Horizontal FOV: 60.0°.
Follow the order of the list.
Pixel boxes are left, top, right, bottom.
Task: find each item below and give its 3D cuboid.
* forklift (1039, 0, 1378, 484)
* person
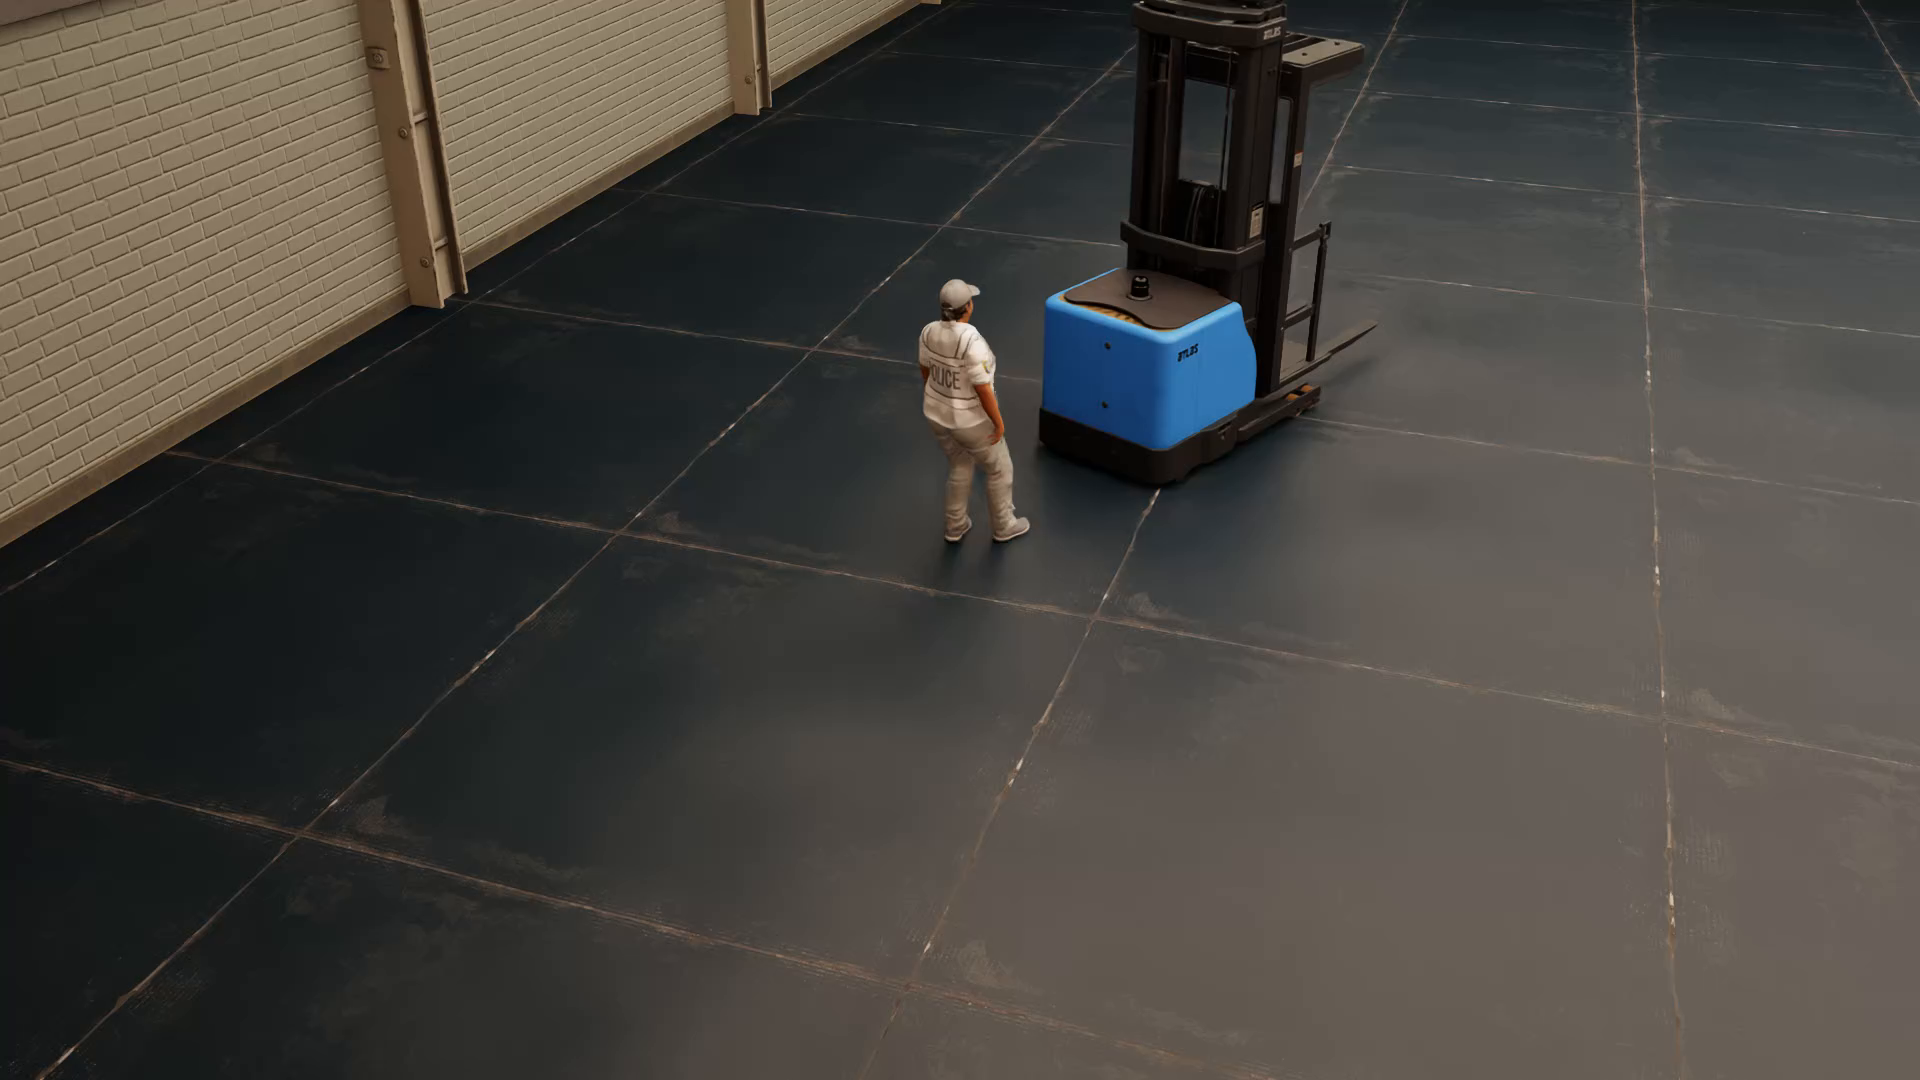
[{"bbox_3d":[1.889,-2.274,11.125,1.130,2.935,3.031,24,38,36],"label":"forklift"},{"bbox_3d":[0.093,-0.767,9.785,0.588,1.663,0.584,26,39,38],"label":"person"}]
